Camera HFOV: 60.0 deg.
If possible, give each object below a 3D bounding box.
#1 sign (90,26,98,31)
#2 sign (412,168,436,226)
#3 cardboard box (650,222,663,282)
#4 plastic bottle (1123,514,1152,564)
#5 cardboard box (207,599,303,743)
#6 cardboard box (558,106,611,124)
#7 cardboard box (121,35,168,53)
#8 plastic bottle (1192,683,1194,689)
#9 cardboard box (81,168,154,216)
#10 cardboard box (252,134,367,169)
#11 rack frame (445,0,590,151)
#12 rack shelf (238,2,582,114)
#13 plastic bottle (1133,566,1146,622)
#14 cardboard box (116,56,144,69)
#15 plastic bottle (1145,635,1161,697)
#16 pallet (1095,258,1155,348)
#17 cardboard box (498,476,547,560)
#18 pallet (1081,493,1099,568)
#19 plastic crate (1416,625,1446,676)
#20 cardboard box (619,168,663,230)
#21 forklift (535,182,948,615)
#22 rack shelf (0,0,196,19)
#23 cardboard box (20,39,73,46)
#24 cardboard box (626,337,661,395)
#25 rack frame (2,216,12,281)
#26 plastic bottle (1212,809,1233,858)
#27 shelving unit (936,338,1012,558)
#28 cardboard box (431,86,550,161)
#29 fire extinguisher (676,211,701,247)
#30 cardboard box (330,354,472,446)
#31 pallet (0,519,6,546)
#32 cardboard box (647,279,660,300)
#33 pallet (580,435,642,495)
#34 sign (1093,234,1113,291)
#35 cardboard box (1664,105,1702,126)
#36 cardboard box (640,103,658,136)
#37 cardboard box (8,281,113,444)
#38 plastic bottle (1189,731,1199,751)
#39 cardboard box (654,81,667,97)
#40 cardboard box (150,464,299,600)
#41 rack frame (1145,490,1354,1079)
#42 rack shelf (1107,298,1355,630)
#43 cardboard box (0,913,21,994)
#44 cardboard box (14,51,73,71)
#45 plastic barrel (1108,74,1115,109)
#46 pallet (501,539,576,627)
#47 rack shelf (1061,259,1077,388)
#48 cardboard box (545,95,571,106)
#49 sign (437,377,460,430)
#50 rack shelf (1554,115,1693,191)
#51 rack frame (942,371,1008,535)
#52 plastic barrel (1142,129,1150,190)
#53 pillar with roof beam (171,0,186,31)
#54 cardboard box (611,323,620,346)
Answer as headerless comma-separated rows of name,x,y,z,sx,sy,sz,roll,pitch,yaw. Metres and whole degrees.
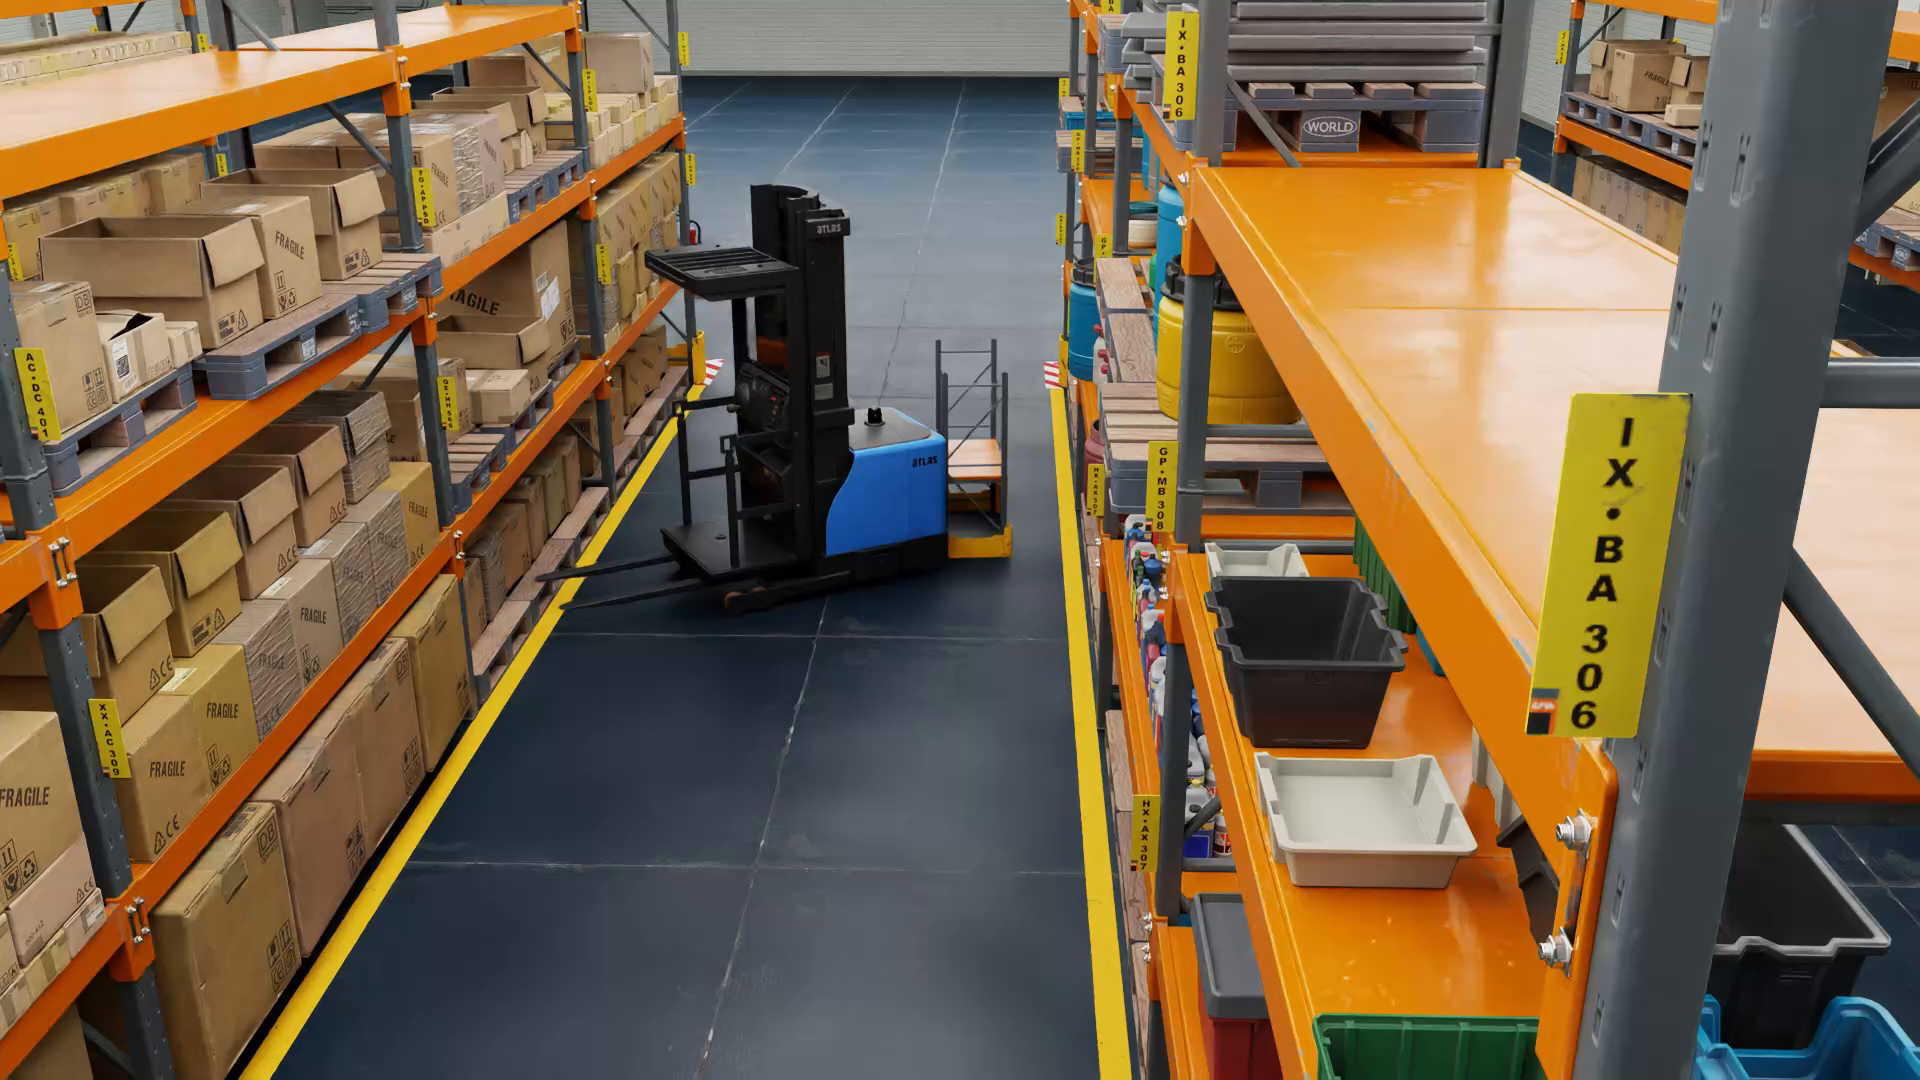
sign,-8.855,-5.107,17.081,0.100,0.325,0.005,1,21,2
sign,-3.035,-1.940,9.411,0.100,0.325,0.005,1,21,2
cardboard box,-3.344,-2.790,16.022,0.875,0.500,0.500,1,21,2
plastic bottle,1.025,-0.007,9.573,0.152,0.276,0.135,1,21,2
cardboard box,-3.417,0.601,7.696,0.500,0.500,0.500,0,21,0
cardboard box,-3.216,-3.632,14.251,0.380,0.149,0.250,1,21,3
cardboard box,-7.989,-4.843,16.244,0.380,0.149,0.250,1,21,3
plastic bottle,1.091,0.690,7.783,0.097,0.271,0.097,0,21,0
cardboard box,-8.428,-3.295,16.174,0.875,0.550,0.550,1,21,2
cardboard box,-3.825,-2.126,9.886,0.500,0.500,0.500,1,21,3
rack frame,-3.468,-4.516,12.727,1.000,3.000,0.127,1,21,2
rack shelf,-3.529,-3.271,11.066,1.077,0.370,4.000,1,21,2
plastic bottle,0.954,0.288,8.802,0.061,0.283,0.133,1,21,2
cardboard box,-8.069,-4.424,15.713,0.500,0.250,0.500,1,21,1
plastic bottle,0.927,0.605,7.983,0.061,0.283,0.133,1,21,2
pallet,1.240,-1.253,8.726,1.003,0.211,1.213,1,21,2
cardboard box,-3.558,-0.162,12.648,0.700,0.500,0.500,-1,21,-3
pallet,1.498,-0.080,13.443,1.003,0.211,1.213,1,21,2
plastic crate,1.531,0.240,4.847,0.416,0.233,0.300,1,21,2
cardboard box,-3.143,-3.253,15.836,0.500,0.500,0.500,1,21,2
forklift,-1.633,-1.041,12.160,3.031,2.935,1.130,-11,24,-27
rack shelf,-8.362,-4.808,15.028,1.077,0.370,4.000,1,21,2
cardboard box,-8.661,-4.667,15.790,0.380,0.149,0.250,0,21,1
cardboard box,-3.366,-1.754,16.777,0.500,0.500,0.500,6,22,16
rack frame,-8.422,-1.810,14.047,1.000,3.000,0.127,1,21,2
plastic bottle,1.054,1.169,6.643,0.097,0.201,0.097,0,21,0
shelving unit,0.083,-0.758,13.409,0.587,1.500,1.083,-1,21,-3
cardboard box,-3.581,-3.192,12.740,0.797,0.503,0.637,0,21,-1
fire extinguisher,-2.882,-3.165,17.647,0.296,0.674,0.183,1,21,2
cardboard box,-3.696,-0.914,11.018,0.700,0.500,0.500,4,22,10
pallet,-3.747,0.112,5.069,1.003,0.211,1.213,1,21,2
cardboard box,-3.089,-2.399,15.913,0.380,0.149,0.250,1,21,2
pallet,-3.483,-0.662,14.944,1.003,0.211,1.213,1,21,2
sign,0.811,-1.571,9.430,0.100,0.325,0.005,1,21,2
cardboard box,6.197,-3.590,14.061,0.380,0.149,0.250,1,21,2
cardboard box,-3.143,-3.951,15.625,0.500,0.250,0.500,1,21,3
cardboard box,-3.704,-0.677,6.262,0.700,0.500,0.500,1,21,3
plastic bottle,0.940,0.915,7.092,0.144,0.351,0.185,1,21,2
cardboard box,-3.067,-4.383,16.187,0.380,0.149,0.250,0,21,-1
cardboard box,-3.664,-0.045,7.972,0.797,0.503,0.637,1,21,3
rack frame,1.239,1.228,6.217,1.000,3.000,0.127,1,21,2
rack shelf,1.300,-0.558,7.668,1.077,0.370,4.000,1,21,2
cardboard box,-3.476,1.454,5.430,0.500,0.250,0.500,1,21,3
cardboard box,-8.043,-4.202,14.591,0.380,0.149,0.250,1,21,2
plastic barrel,1.697,-4.379,15.681,0.600,0.588,0.600,0,21,0
pallet,-3.524,0.305,12.451,1.003,0.211,1.213,1,21,2
rack shelf,1.544,-2.052,15.666,1.077,0.370,4.000,1,21,2
cardboard box,-3.616,-3.927,15.013,0.380,0.149,0.250,0,21,0
sign,-3.035,-0.808,9.863,0.100,0.325,0.005,1,21,2
rack shelf,6.495,-3.395,14.979,1.077,0.370,4.000,1,21,2
rack frame,0.115,-0.578,12.945,0.500,1.500,0.032,-1,21,-3
plastic barrel,1.684,-3.110,12.559,0.600,0.901,0.708,1,21,2
pillar with roof beam,-14.102,-14.513,38.492,9.100,9.000,0.400,1,21,2
cardboard box,-3.140,-1.767,14.282,0.380,0.149,0.250,1,21,2
